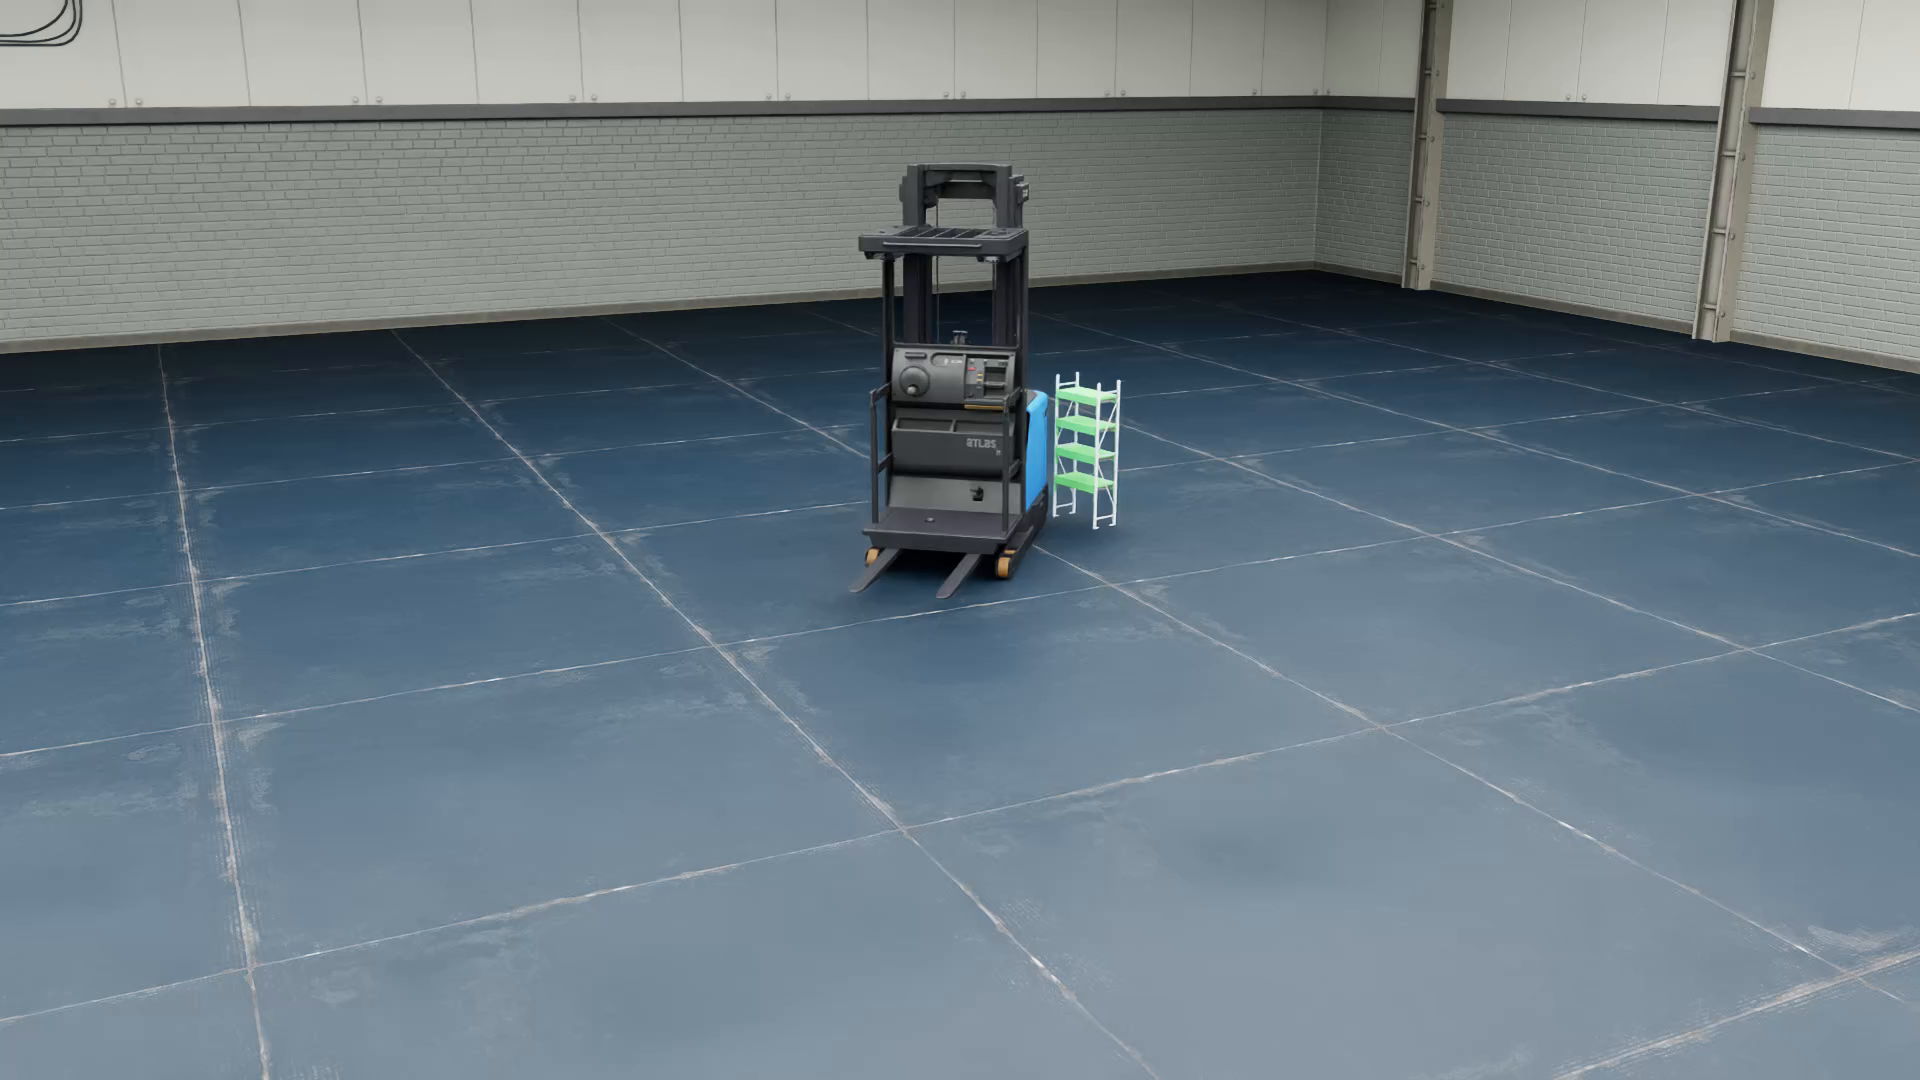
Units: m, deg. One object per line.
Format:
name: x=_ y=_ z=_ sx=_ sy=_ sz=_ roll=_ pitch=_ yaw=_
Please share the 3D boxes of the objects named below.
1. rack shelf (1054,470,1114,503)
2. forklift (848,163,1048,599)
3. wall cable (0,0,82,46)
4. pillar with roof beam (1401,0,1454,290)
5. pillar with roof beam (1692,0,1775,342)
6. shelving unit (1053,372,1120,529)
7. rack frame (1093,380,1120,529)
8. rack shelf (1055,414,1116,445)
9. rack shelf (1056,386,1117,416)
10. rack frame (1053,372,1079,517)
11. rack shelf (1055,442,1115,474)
rack shelf: x=1.030 y=-0.444 z=13.719 sx=0.258 sy=0.148 sz=0.480 roll=-12 pitch=20 yaw=-37
forklift: x=-0.093 y=-1.233 z=12.234 sx=1.130 sy=2.935 sz=3.031 roll=4 pitch=16 yaw=12
wall cable: x=-12.188 y=-8.427 z=20.137 sx=2.305 sy=6.003 sz=0.169 roll=-8 pitch=18 yaw=-25
pillar with roof beam: x=3.819 y=-8.045 z=24.972 sx=9.100 sy=9.000 sz=0.400 roll=-8 pitch=18 yaw=-25
pillar with roof beam: x=6.448 y=-6.558 z=19.788 sx=9.100 sy=9.000 sz=0.400 roll=-8 pitch=18 yaw=-25
shelving unit: x=1.033 y=-0.737 z=13.638 sx=0.258 sy=1.200 sz=0.503 roll=-12 pitch=20 yaw=-37
rack frame: x=1.186 y=-0.684 z=13.455 sx=0.240 sy=1.200 sz=0.015 roll=-12 pitch=20 yaw=-37
rack shelf: x=1.034 y=-0.906 z=13.590 sx=0.258 sy=0.148 sz=0.480 roll=-12 pitch=20 yaw=-37
rack shelf: x=1.036 y=-1.138 z=13.526 sx=0.258 sy=0.148 sz=0.480 roll=-12 pitch=20 yaw=-37
rack frame: x=0.880 y=-0.789 z=13.820 sx=0.240 sy=1.200 sz=0.015 roll=-12 pitch=20 yaw=-37
rack shelf: x=1.032 y=-0.675 z=13.655 sx=0.258 sy=0.148 sz=0.480 roll=-12 pitch=20 yaw=-37
